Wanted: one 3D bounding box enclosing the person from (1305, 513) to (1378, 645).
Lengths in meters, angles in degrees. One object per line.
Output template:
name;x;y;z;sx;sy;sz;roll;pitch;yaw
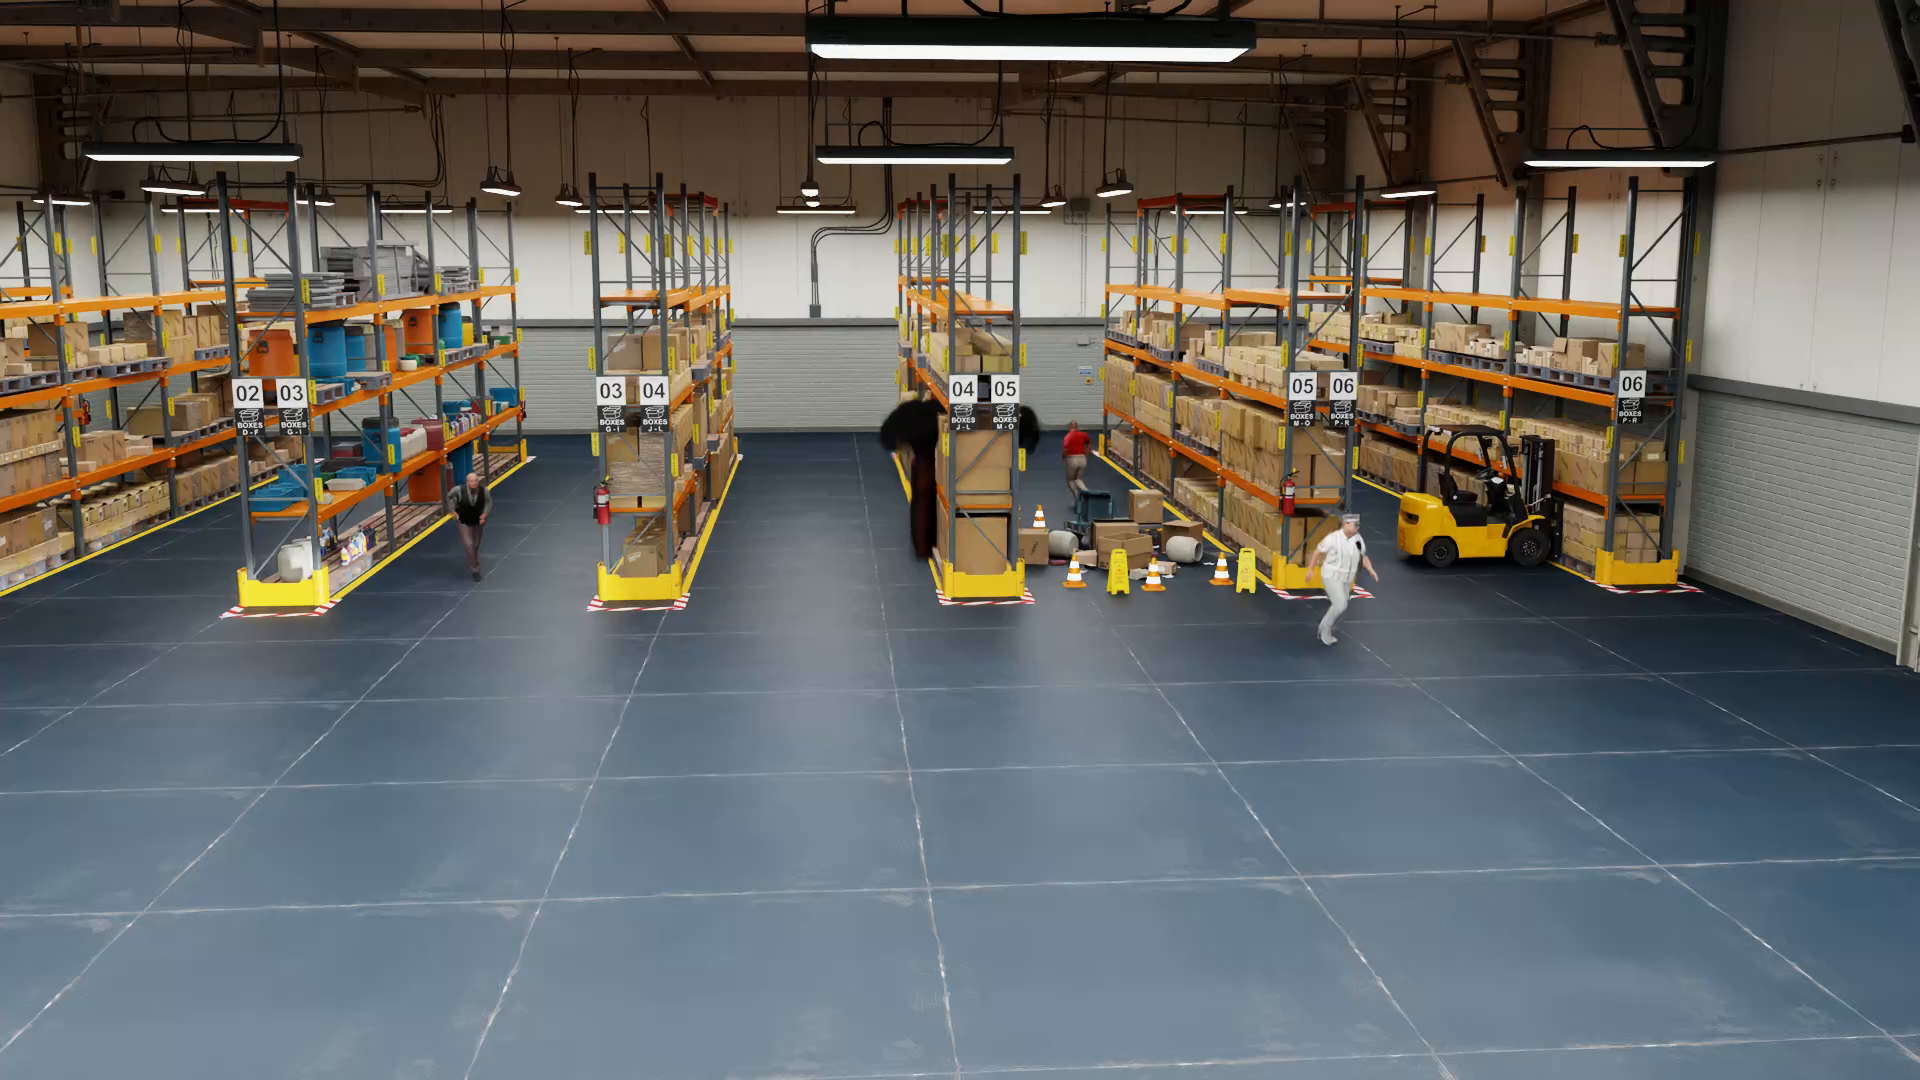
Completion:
person;4.838;0.490;20.958;0.649;1.700;0.809;-6;12;-31

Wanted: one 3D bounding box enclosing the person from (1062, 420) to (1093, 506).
person;2.301;-1.486;32.339;0.704;1.680;0.615;-5;11;-26

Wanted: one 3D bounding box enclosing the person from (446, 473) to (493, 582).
person;-7.483;-0.233;25.414;0.690;1.675;0.999;-4;11;-20
